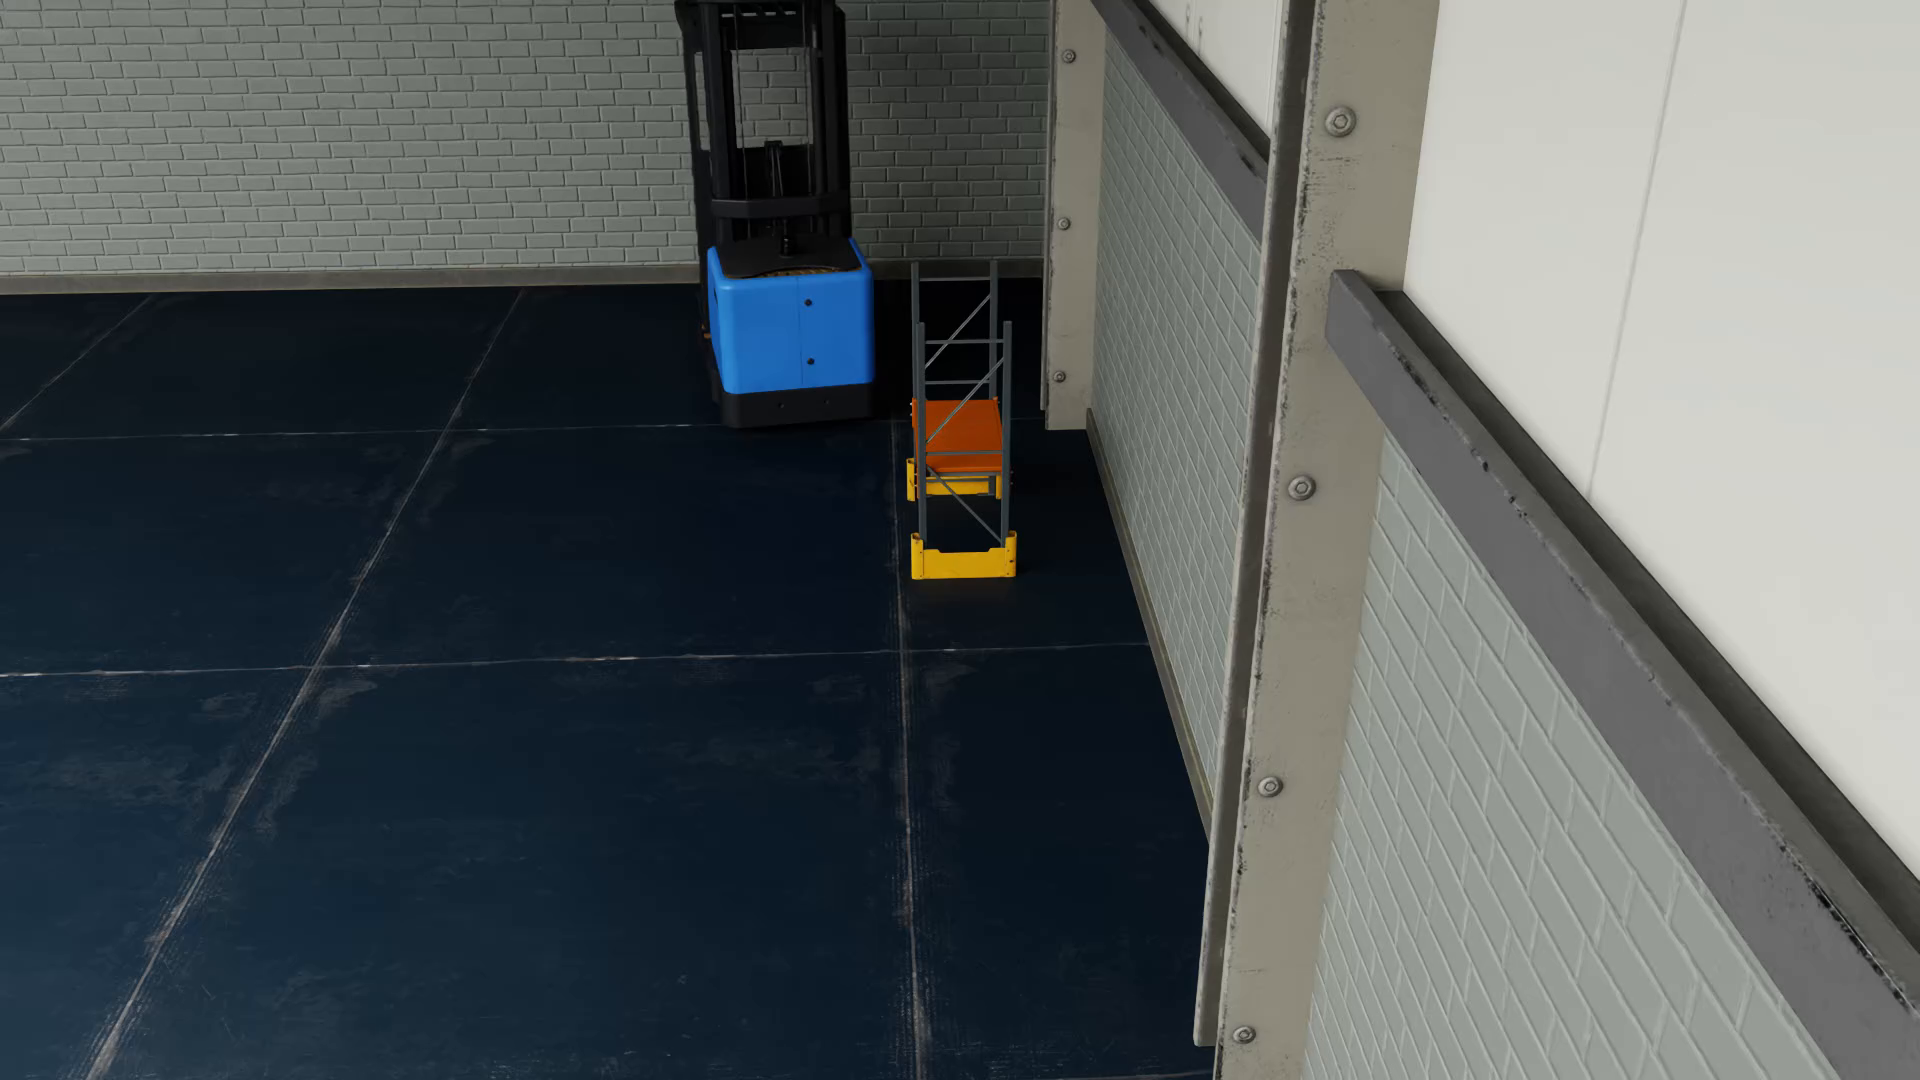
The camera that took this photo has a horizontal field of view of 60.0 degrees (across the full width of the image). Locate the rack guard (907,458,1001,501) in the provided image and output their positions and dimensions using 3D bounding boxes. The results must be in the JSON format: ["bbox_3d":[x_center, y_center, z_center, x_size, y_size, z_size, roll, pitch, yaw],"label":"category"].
[{"bbox_3d":[-0.030,-0.376,10.201,0.587,0.250,0.087,-1,28,-3],"label":"rack guard"}]

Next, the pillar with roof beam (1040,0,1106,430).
[{"bbox_3d":[-3.579,-4.722,9.072,9.100,9.000,0.400,-1,28,-3],"label":"pillar with roof beam"}]

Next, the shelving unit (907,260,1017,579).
[{"bbox_3d":[-0.004,-0.700,9.471,0.587,1.500,1.083,-1,28,-3],"label":"shelving unit"}]

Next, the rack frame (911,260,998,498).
[{"bbox_3d":[-0.031,-0.939,9.929,0.500,1.500,0.032,-1,28,-3],"label":"rack frame"}]

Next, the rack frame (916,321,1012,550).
[{"bbox_3d":[0.022,-0.470,9.029,0.500,1.500,0.032,-1,28,-3],"label":"rack frame"}]

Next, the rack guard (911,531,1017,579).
[{"bbox_3d":[0.022,0.084,9.319,0.587,0.250,0.087,-1,28,-3],"label":"rack guard"}]

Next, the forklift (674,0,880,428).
[{"bbox_3d":[-1.363,-2.703,11.762,1.130,2.935,3.031,-6,28,-11],"label":"forklift"}]

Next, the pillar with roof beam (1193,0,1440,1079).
[{"bbox_3d":[-3.266,-1.951,3.759,9.100,9.000,0.400,-1,28,-3],"label":"pillar with roof beam"}]

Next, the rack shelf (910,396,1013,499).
[{"bbox_3d":[-0.004,-0.545,9.562,0.538,0.185,1.000,-1,28,-3],"label":"rack shelf"}]
